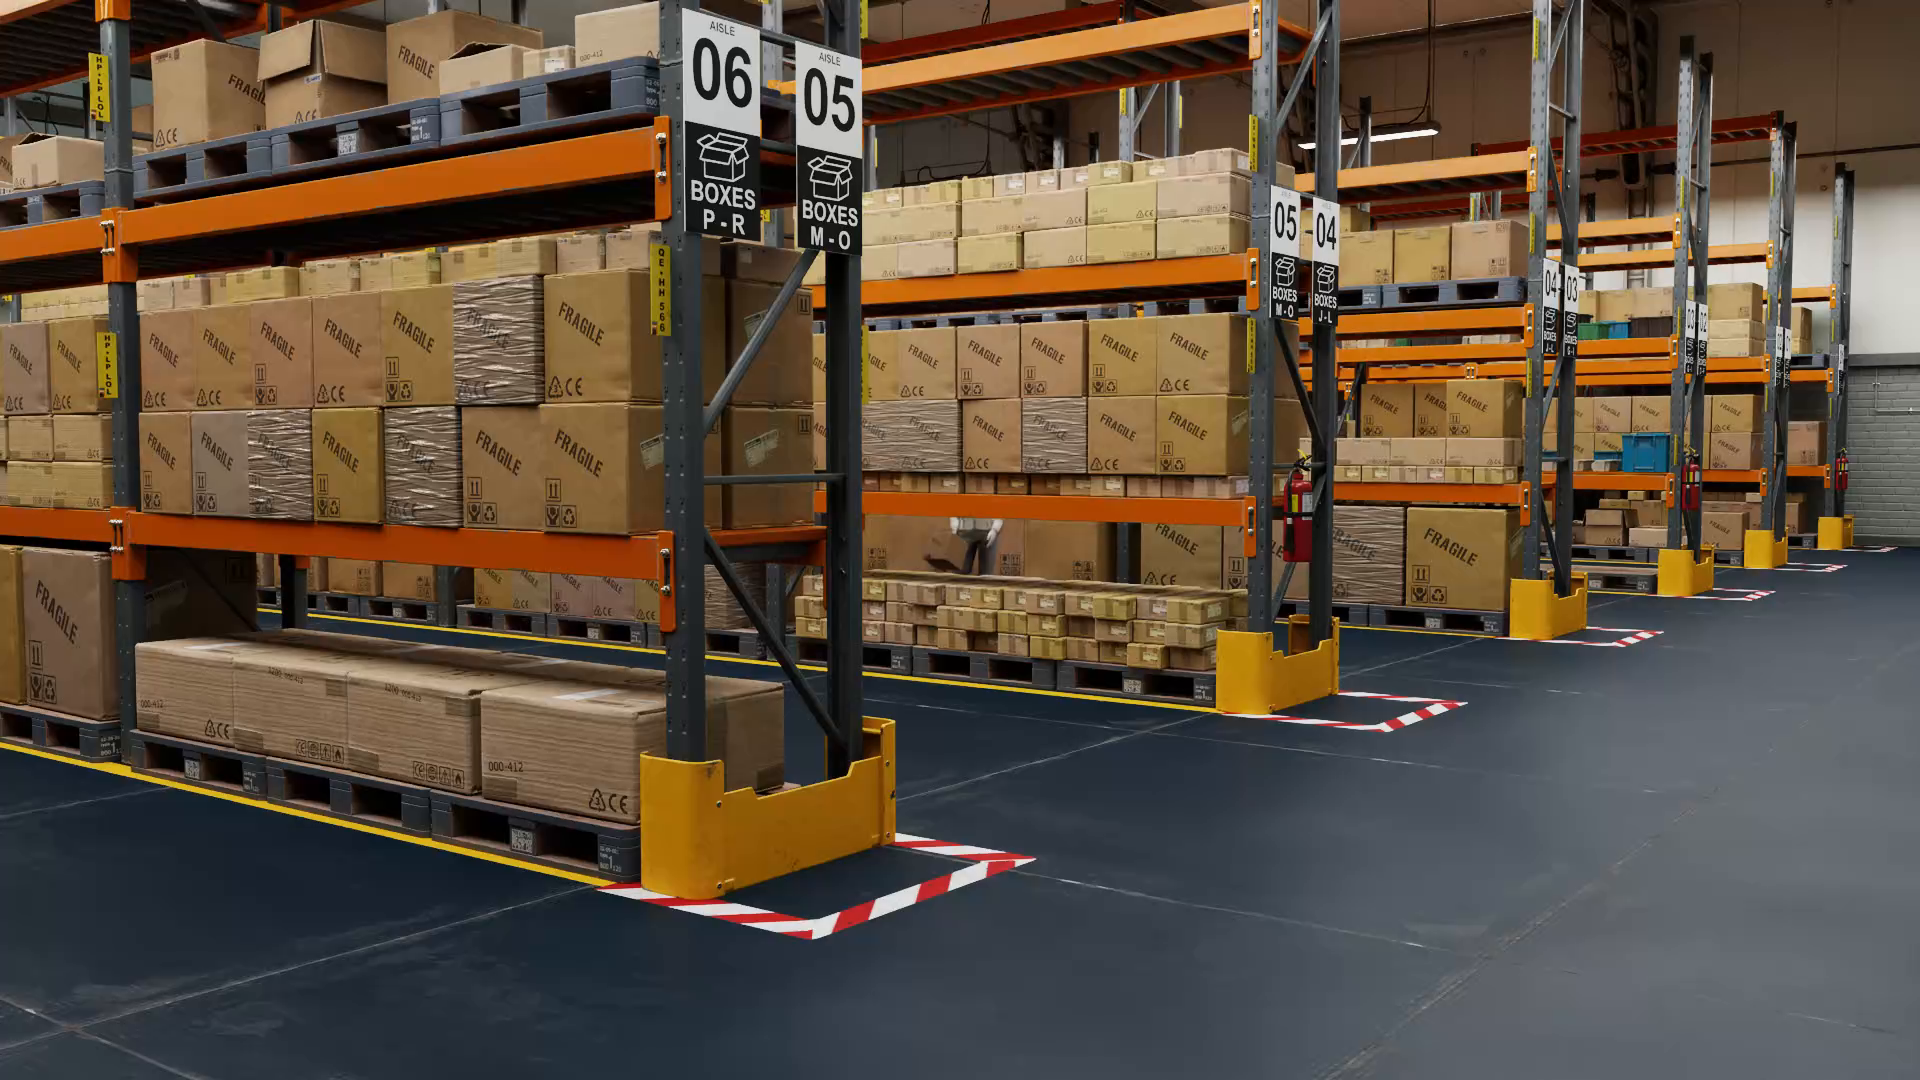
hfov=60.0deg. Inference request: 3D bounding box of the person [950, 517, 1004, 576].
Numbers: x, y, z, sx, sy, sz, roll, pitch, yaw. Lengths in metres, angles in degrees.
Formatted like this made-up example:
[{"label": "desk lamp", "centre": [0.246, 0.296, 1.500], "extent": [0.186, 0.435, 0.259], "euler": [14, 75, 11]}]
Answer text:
[{"label": "person", "centre": [0.137, -0.039, 14.445], "extent": [0.542, 1.696, 0.457], "euler": [1, 3, 14]}]
